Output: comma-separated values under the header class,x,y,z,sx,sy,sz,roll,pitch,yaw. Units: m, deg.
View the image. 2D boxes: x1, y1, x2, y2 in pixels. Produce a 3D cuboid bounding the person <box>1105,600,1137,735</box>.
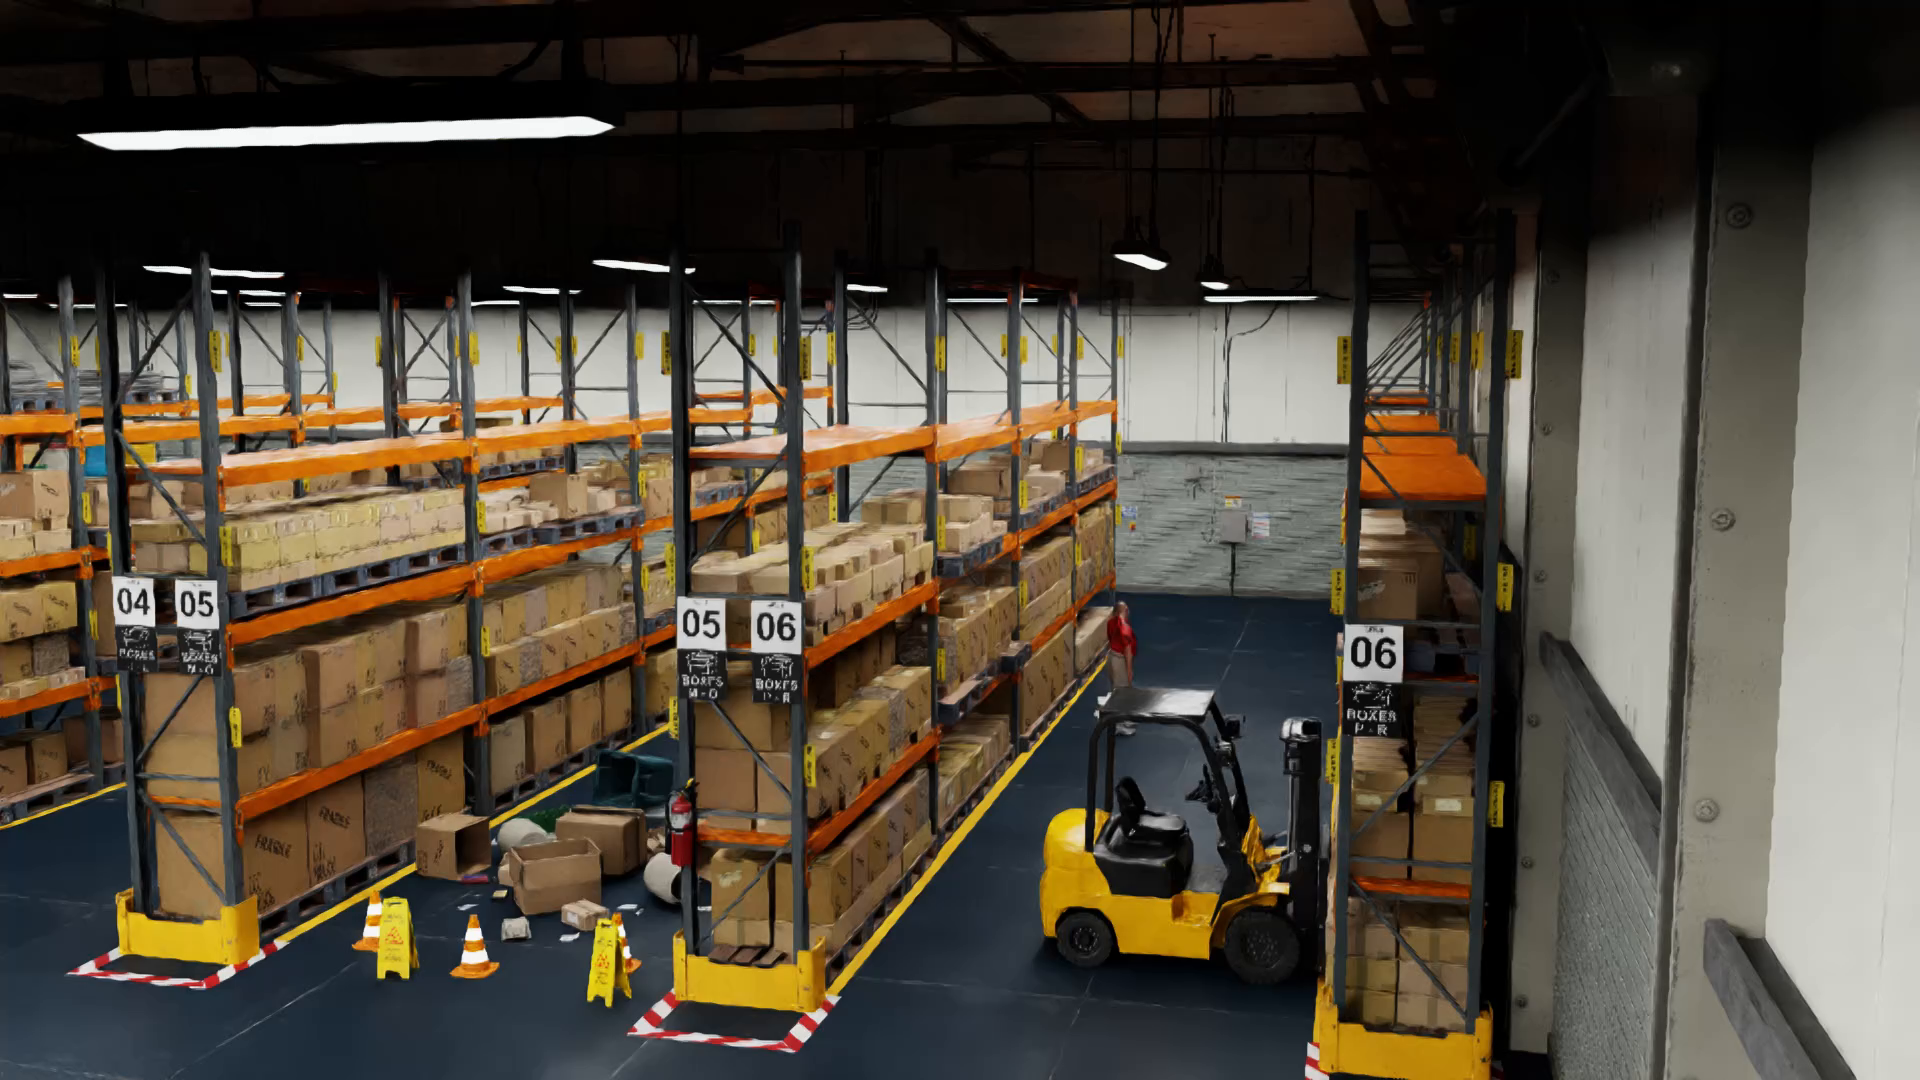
class,x,y,z,sx,sy,sz,roll,pitch,yaw
person,2.150,1.644,21.791,0.457,1.733,0.593,-2,7,-17
